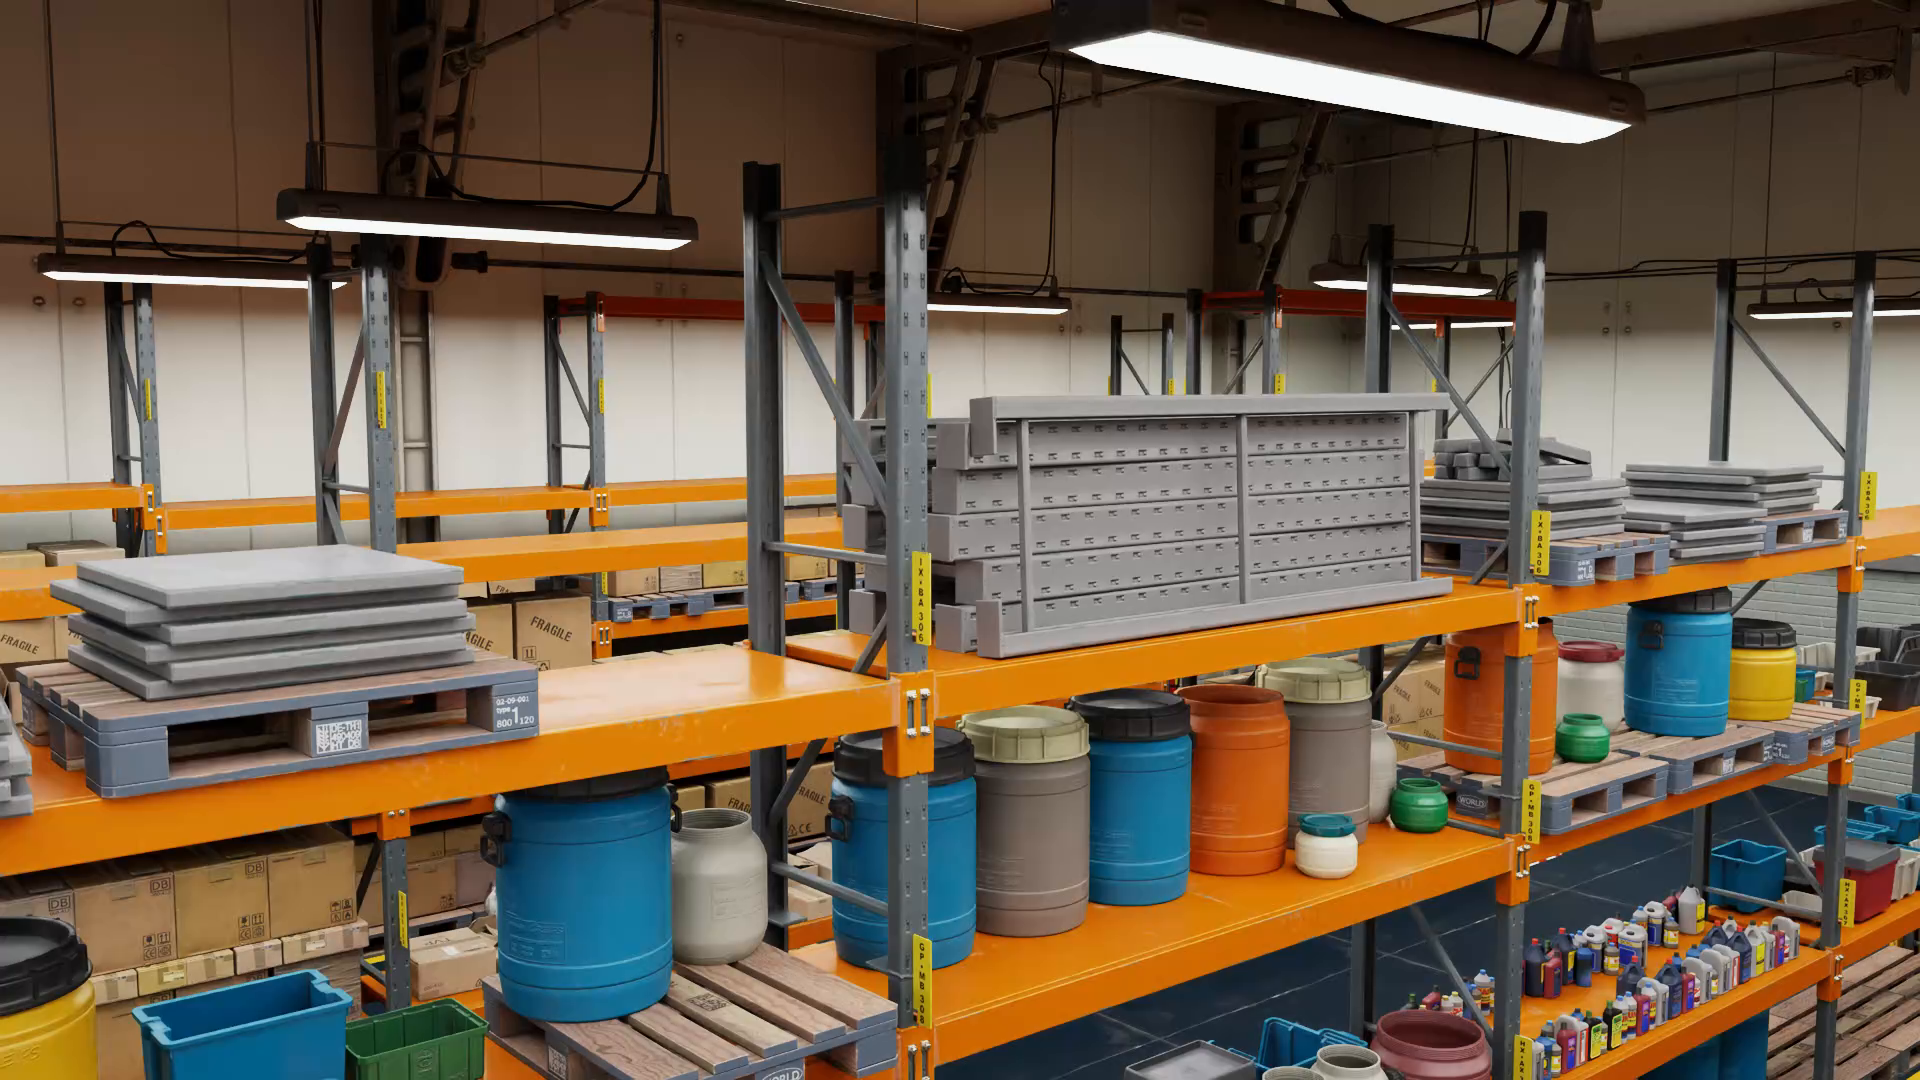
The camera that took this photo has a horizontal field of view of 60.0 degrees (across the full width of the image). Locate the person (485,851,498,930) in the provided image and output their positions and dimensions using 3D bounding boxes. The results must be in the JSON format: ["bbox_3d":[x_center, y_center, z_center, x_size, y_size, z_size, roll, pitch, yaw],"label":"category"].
[{"bbox_3d":[-3.446,3.136,12.803,0.512,1.633,0.661,-5,7,-41],"label":"person"}]
